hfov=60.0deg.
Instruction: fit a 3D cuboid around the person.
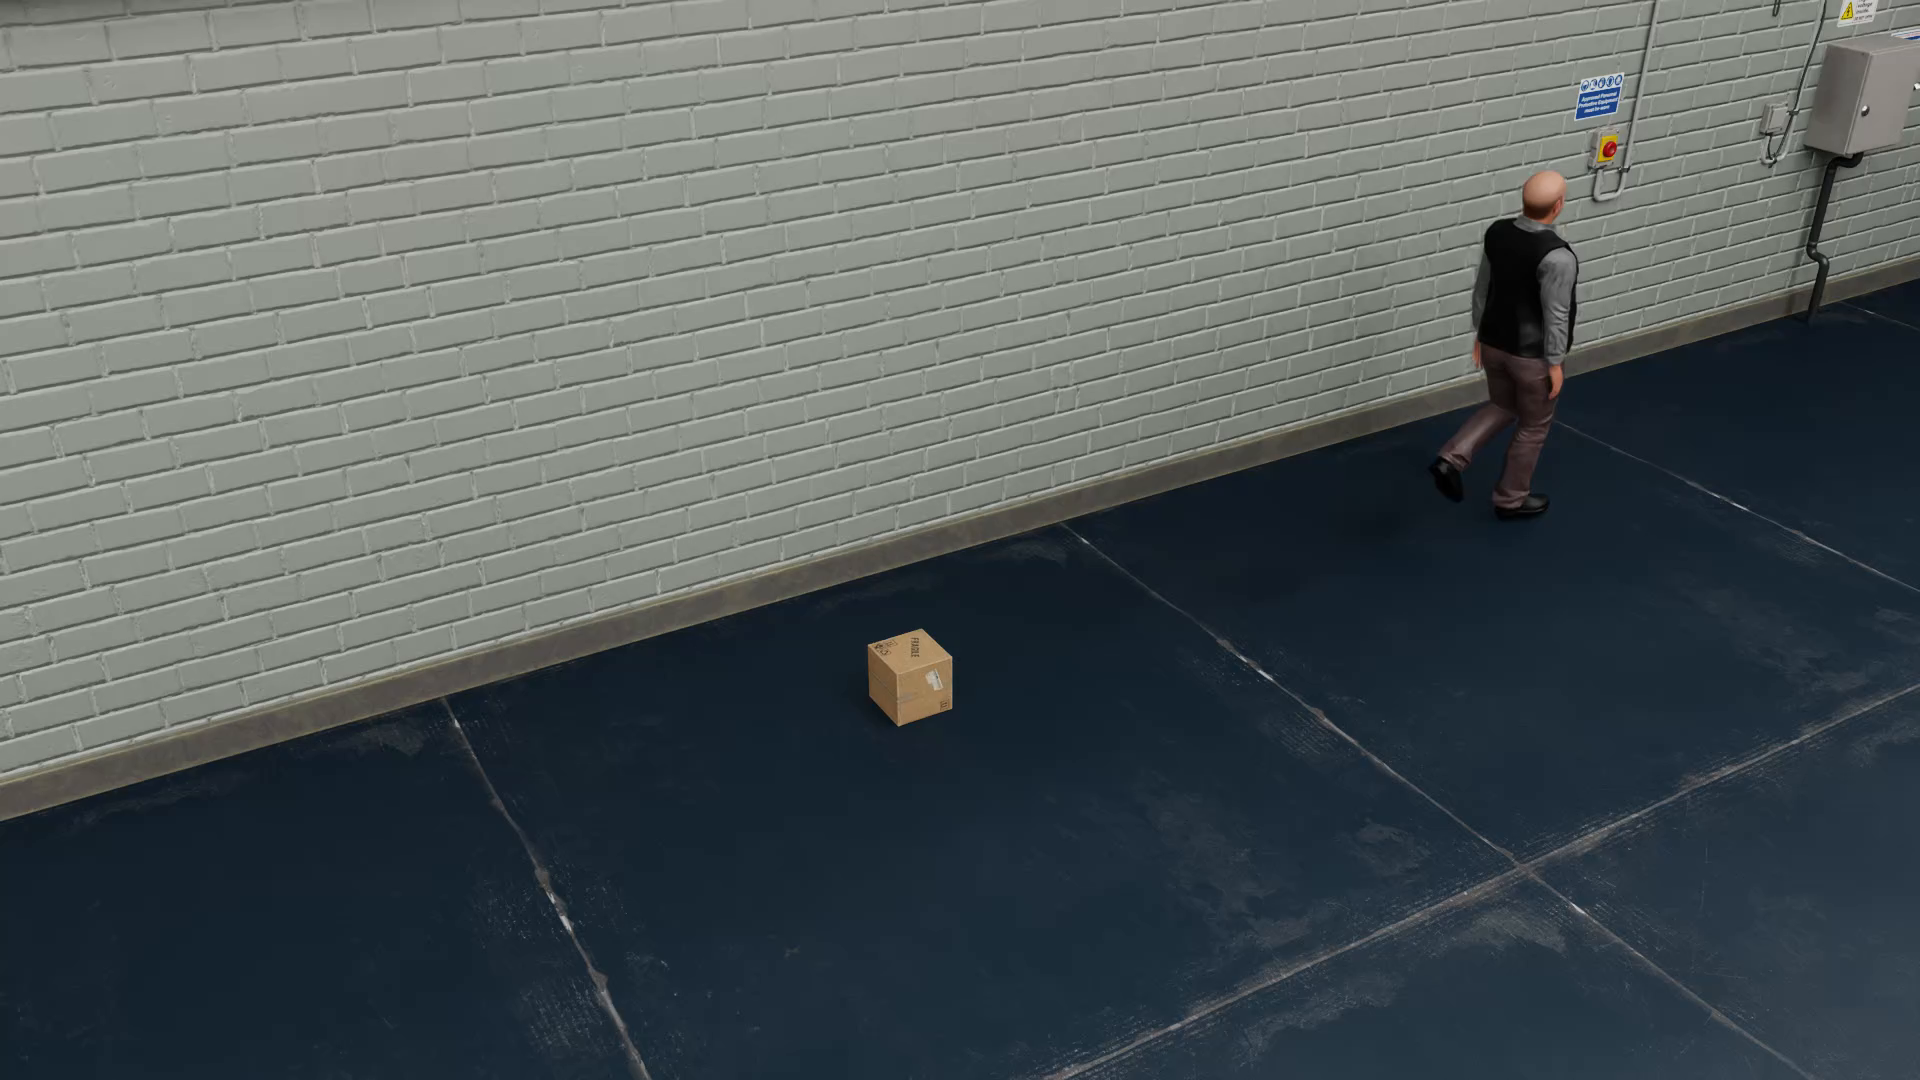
[{"bbox_3d":[2.578,-0.880,7.714,0.621,1.706,0.541,-14,32,-23],"label":"person"}]
